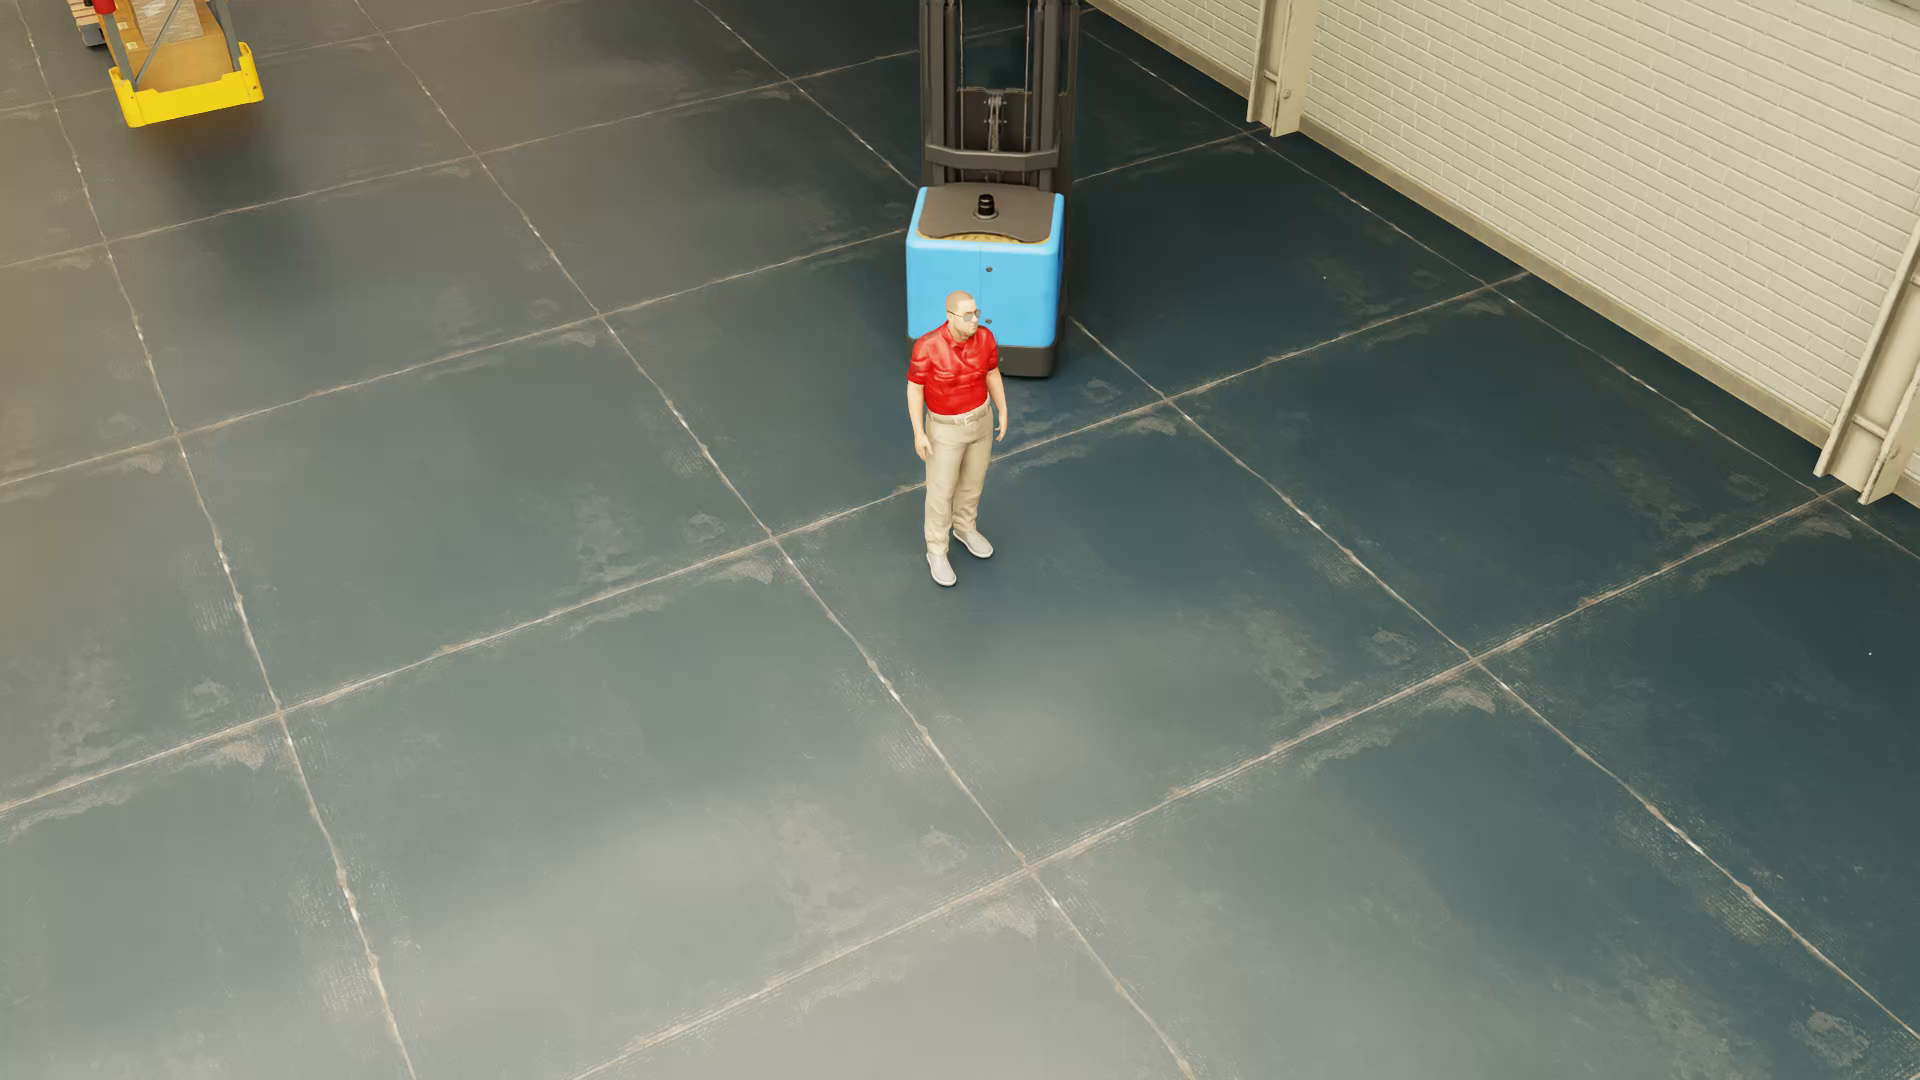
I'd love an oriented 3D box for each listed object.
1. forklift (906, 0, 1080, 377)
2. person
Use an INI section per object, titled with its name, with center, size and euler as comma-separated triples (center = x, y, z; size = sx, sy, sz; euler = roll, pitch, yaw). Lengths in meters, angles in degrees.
[forklift]
center = 0.292, -3.198, 11.891
size = 1.130, 2.935, 3.031
euler = 4, 40, 5
[person]
center = 0.034, -0.617, 9.711
size = 0.640, 1.727, 0.551
euler = -20, 44, -23
